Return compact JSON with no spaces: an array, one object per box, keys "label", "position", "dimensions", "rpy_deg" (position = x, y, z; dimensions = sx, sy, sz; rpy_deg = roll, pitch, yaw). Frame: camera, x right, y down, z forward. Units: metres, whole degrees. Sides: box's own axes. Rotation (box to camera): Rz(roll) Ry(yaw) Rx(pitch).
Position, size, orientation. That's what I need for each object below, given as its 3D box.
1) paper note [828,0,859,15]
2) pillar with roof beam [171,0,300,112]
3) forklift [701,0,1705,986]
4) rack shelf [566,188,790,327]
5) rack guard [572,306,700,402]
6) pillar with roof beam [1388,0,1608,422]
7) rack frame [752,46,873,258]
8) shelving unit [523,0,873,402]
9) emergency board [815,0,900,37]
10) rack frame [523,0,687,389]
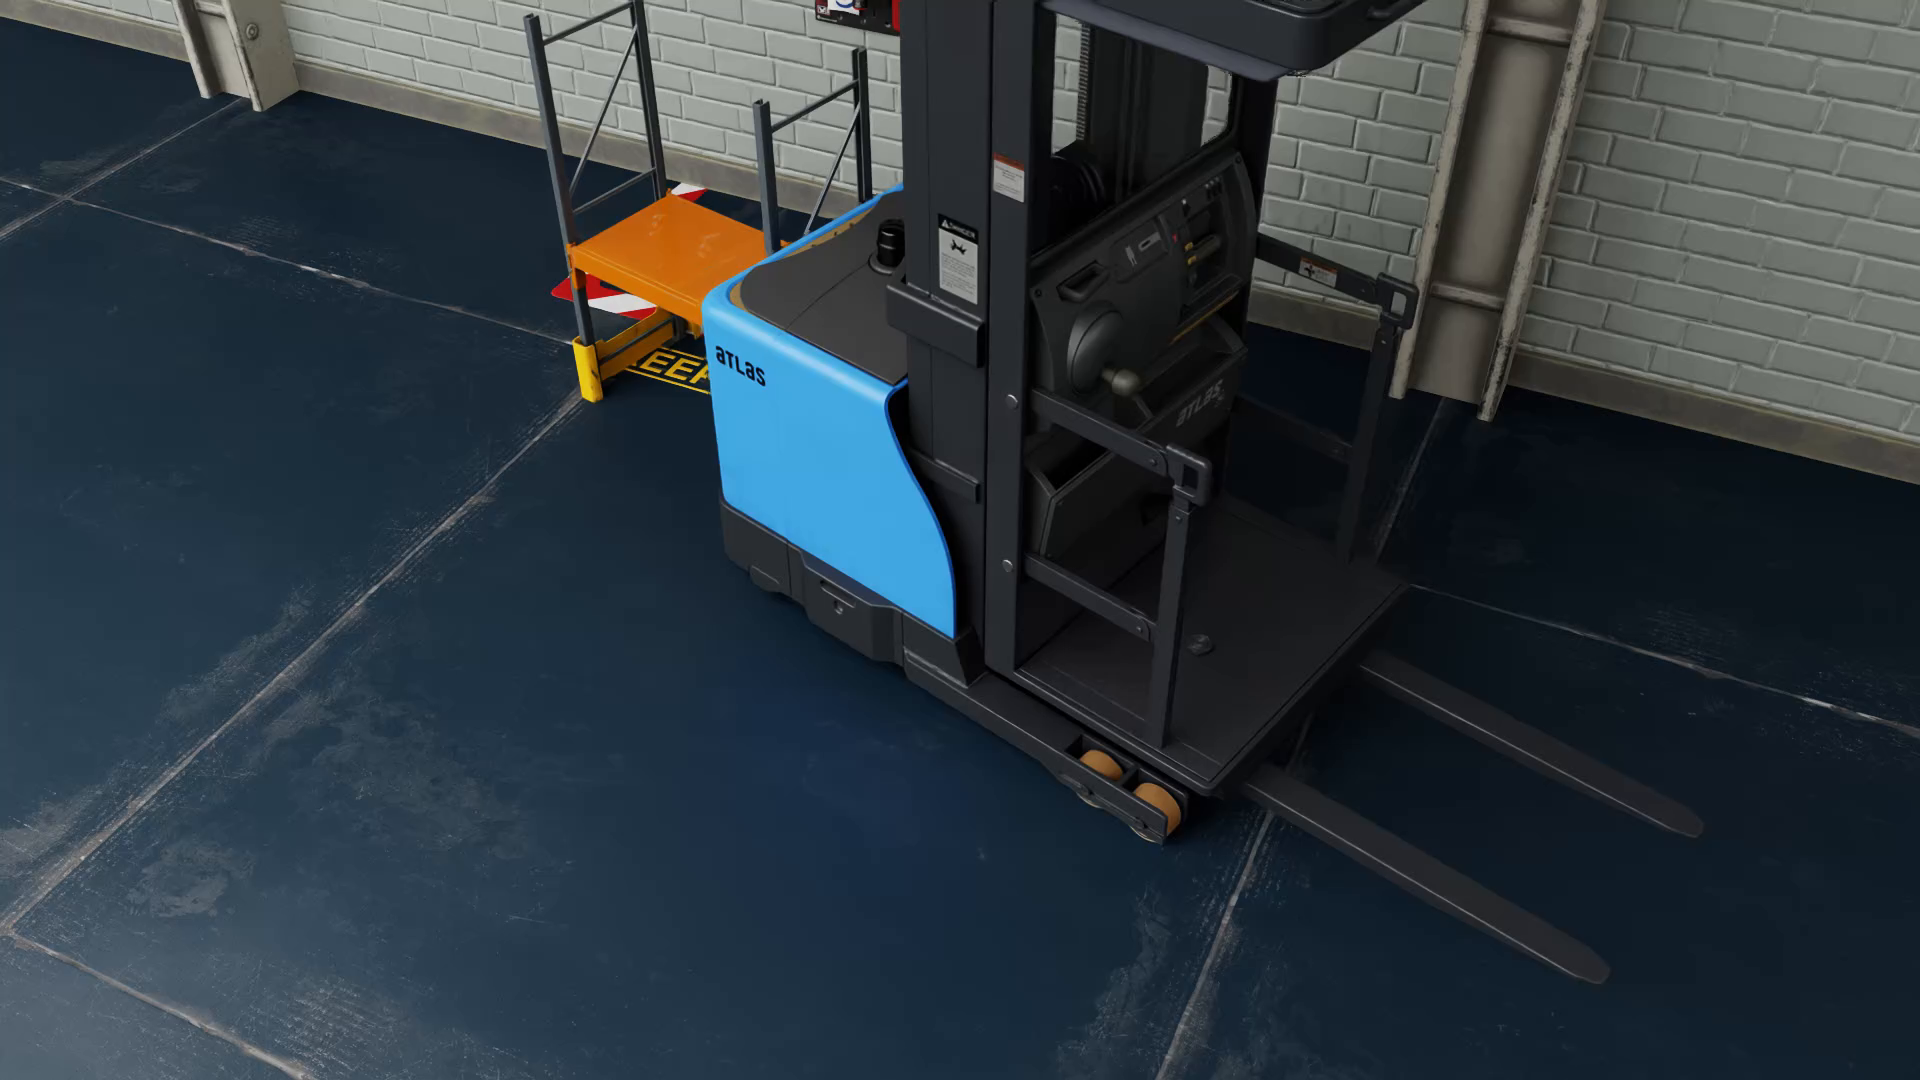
[{"label":"paper note","position":[-0.467,-2.188,6.657],"dimensions":[0.142,0.148,0.016],"rpy_deg":[17,44,19]},{"label":"pillar with roof beam","position":[-5.370,-3.097,2.453],"dimensions":[0.400,9.000,9.100],"rpy_deg":[17,44,19]},{"label":"forklift","position":[0.657,-0.641,4.252],"dimensions":[3.031,2.935,1.130],"rpy_deg":[29,49,29]},{"label":"rack shelf","position":[-0.861,-0.927,5.949],"dimensions":[1.000,0.185,0.538],"rpy_deg":[27,48,27]},{"label":"rack guard","position":[-1.249,-0.785,6.464],"dimensions":[0.087,0.250,0.587],"rpy_deg":[27,48,27]},{"label":"pillar with roof beam","position":[0.067,-1.436,0.536],"dimensions":[0.400,9.000,9.100],"rpy_deg":[17,44,19]},{"label":"rack frame","position":[-0.457,-0.860,5.597],"dimensions":[0.032,1.500,0.500],"rpy_deg":[27,48,27]},{"label":"shelving unit","position":[-0.854,-1.059,5.827],"dimensions":[1.083,1.500,0.587],"rpy_deg":[27,48,27]},{"label":"emergency board","position":[-0.336,-2.431,6.264],"dimensions":[0.643,1.169,0.194],"rpy_deg":[17,44,19]},{"label":"rack frame","position":[-1.265,-1.265,6.064],"dimensions":[0.032,1.500,0.500],"rpy_deg":[27,48,27]}]
